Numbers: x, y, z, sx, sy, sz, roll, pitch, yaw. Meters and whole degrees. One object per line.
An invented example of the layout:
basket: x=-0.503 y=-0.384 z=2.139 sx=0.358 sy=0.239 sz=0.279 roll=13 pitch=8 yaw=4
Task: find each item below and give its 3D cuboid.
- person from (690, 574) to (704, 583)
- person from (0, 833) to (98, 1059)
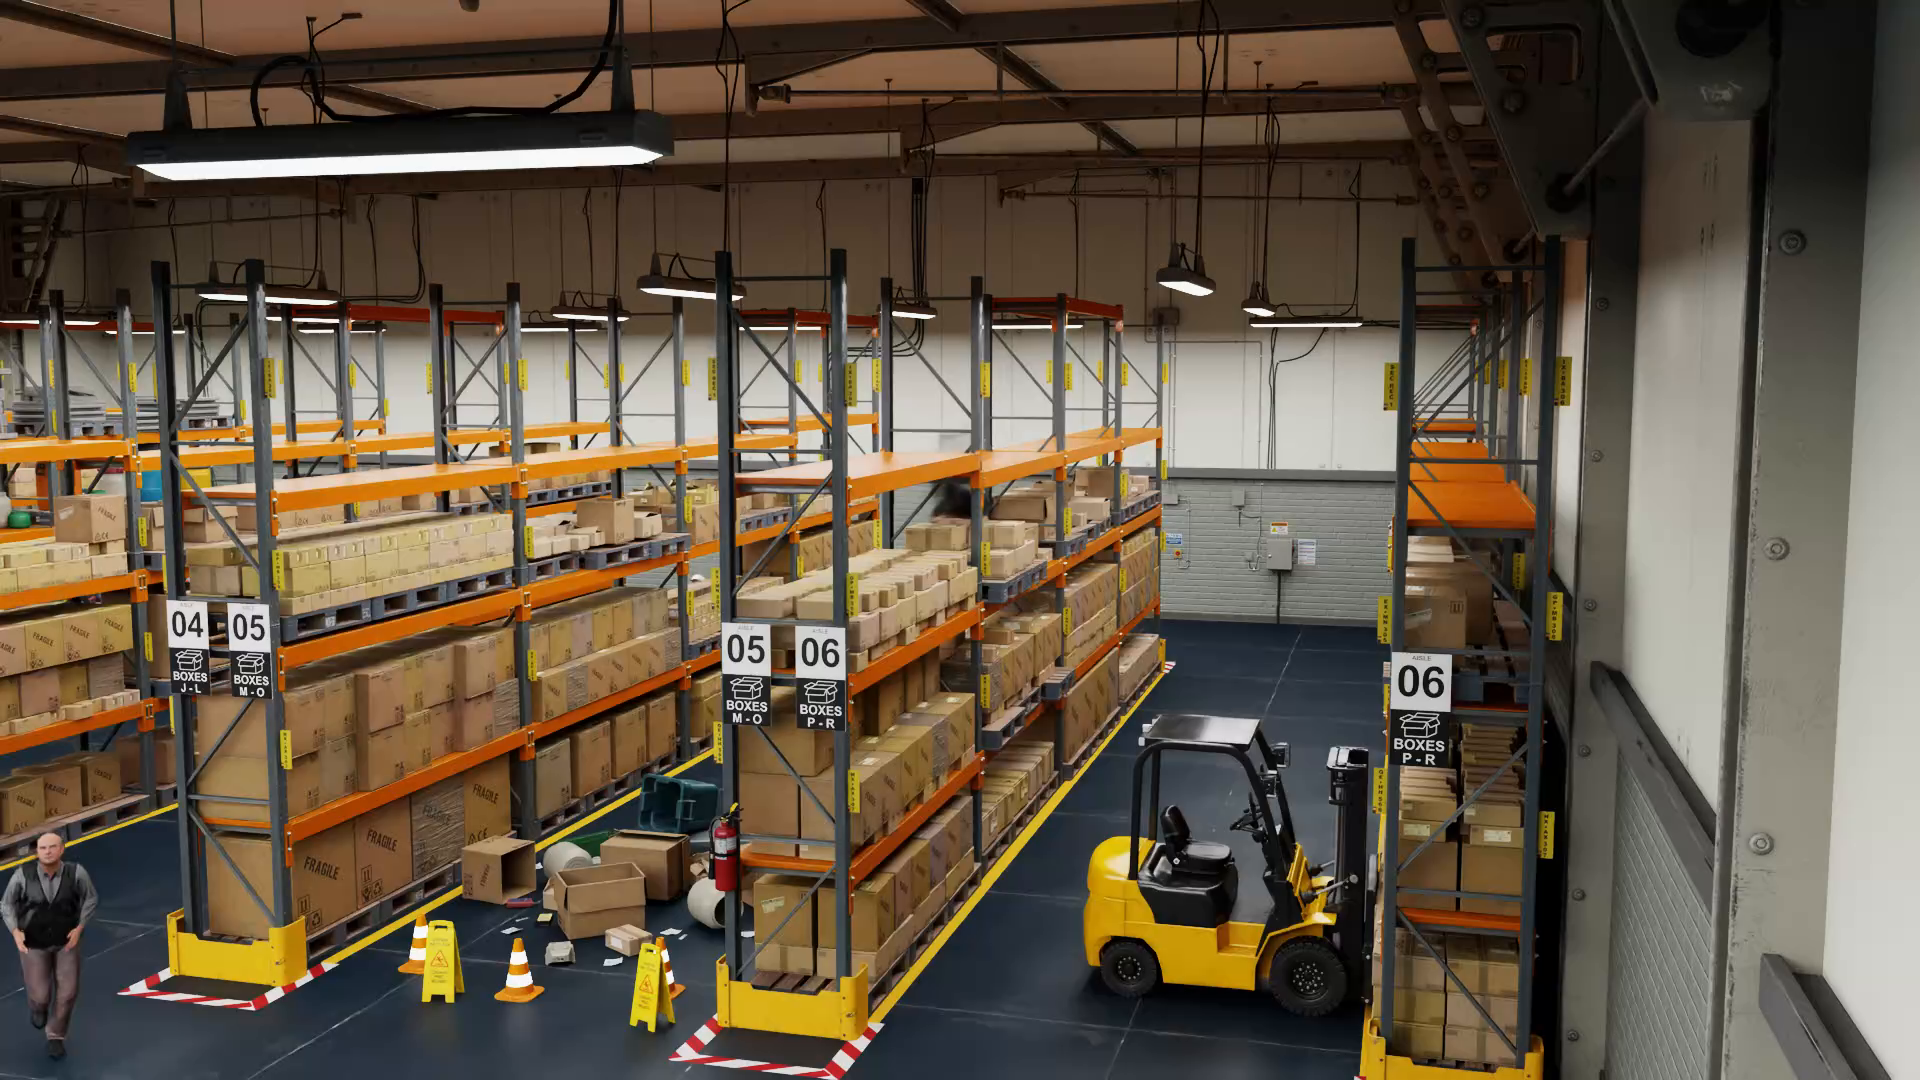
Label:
person: x=-4.311 y=1.424 z=27.295 sx=0.688 sy=1.729 sz=0.707 roll=2 pitch=6 yaw=16
person: x=-6.864 y=3.057 z=12.563 sx=0.651 sy=1.618 sz=0.568 roll=-4 pitch=7 yaw=-36
